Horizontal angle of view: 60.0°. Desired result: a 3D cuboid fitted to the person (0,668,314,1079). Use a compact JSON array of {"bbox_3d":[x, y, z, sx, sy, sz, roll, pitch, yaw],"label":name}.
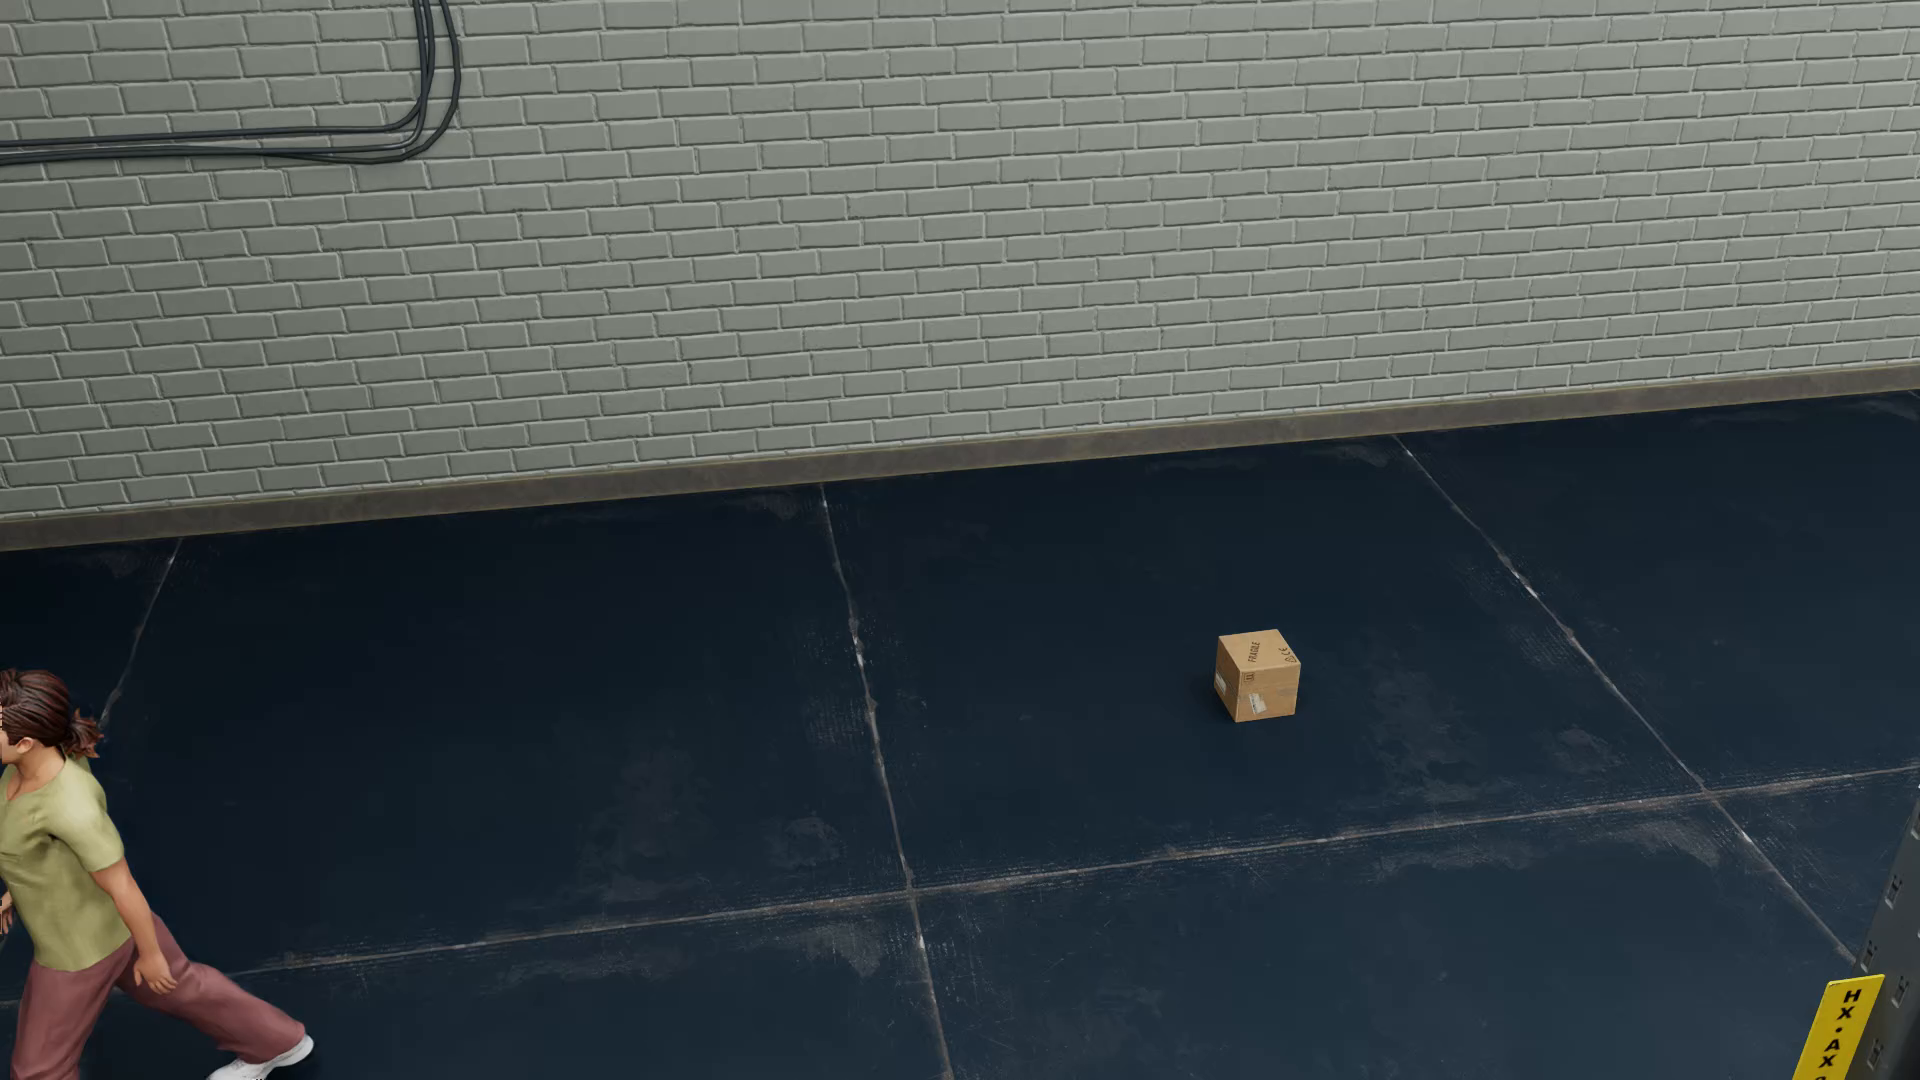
[{"bbox_3d":[-2.378,1.032,4.407,1.020,1.612,0.465,-18,35,-27],"label":"person"}]
